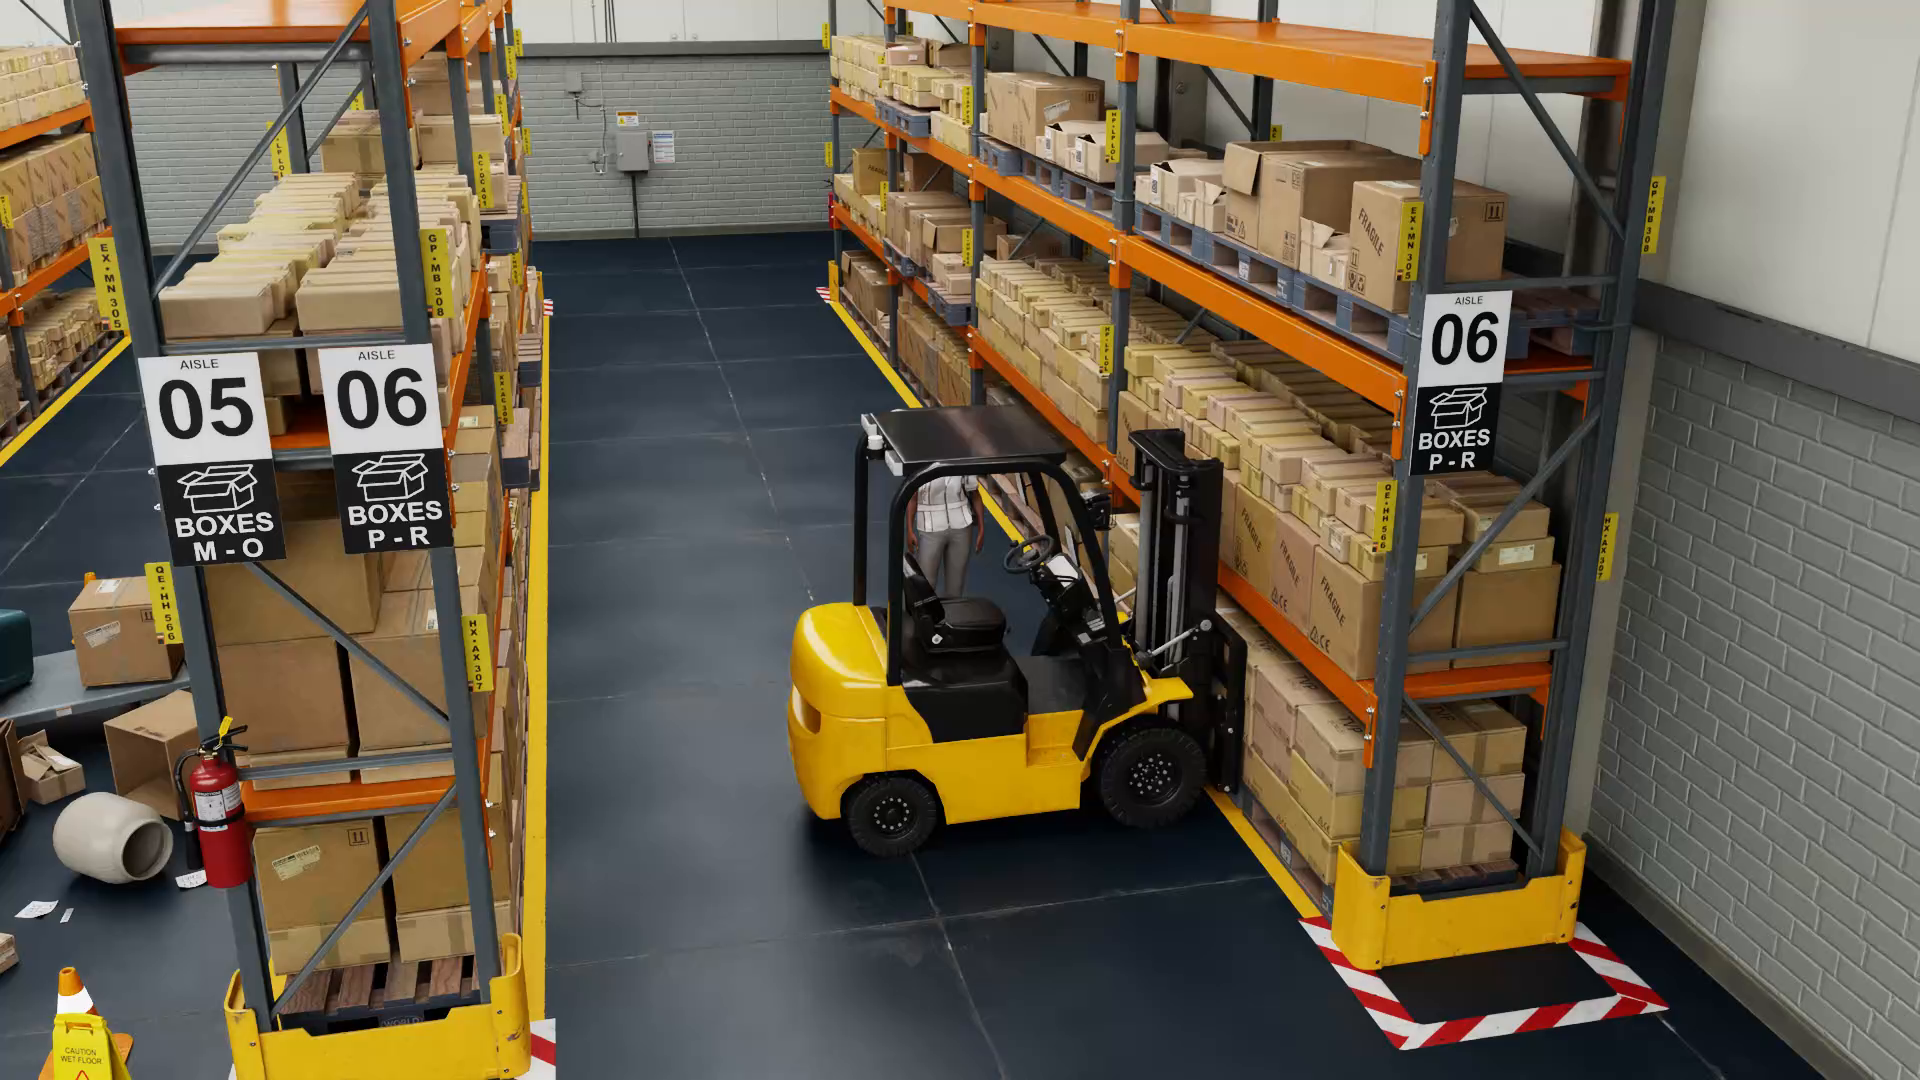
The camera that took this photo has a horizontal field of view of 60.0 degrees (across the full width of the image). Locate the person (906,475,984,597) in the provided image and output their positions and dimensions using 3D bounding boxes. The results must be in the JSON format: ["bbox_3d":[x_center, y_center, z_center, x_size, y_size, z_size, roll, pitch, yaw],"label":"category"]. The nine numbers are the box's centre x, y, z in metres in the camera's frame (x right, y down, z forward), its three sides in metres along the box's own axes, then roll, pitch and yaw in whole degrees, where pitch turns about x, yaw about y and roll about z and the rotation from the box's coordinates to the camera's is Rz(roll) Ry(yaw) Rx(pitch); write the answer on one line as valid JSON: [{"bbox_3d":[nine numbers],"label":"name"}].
[{"bbox_3d":[-0.100,-0.036,11.096,0.570,1.695,0.529,-5,20,-12],"label":"person"}]
